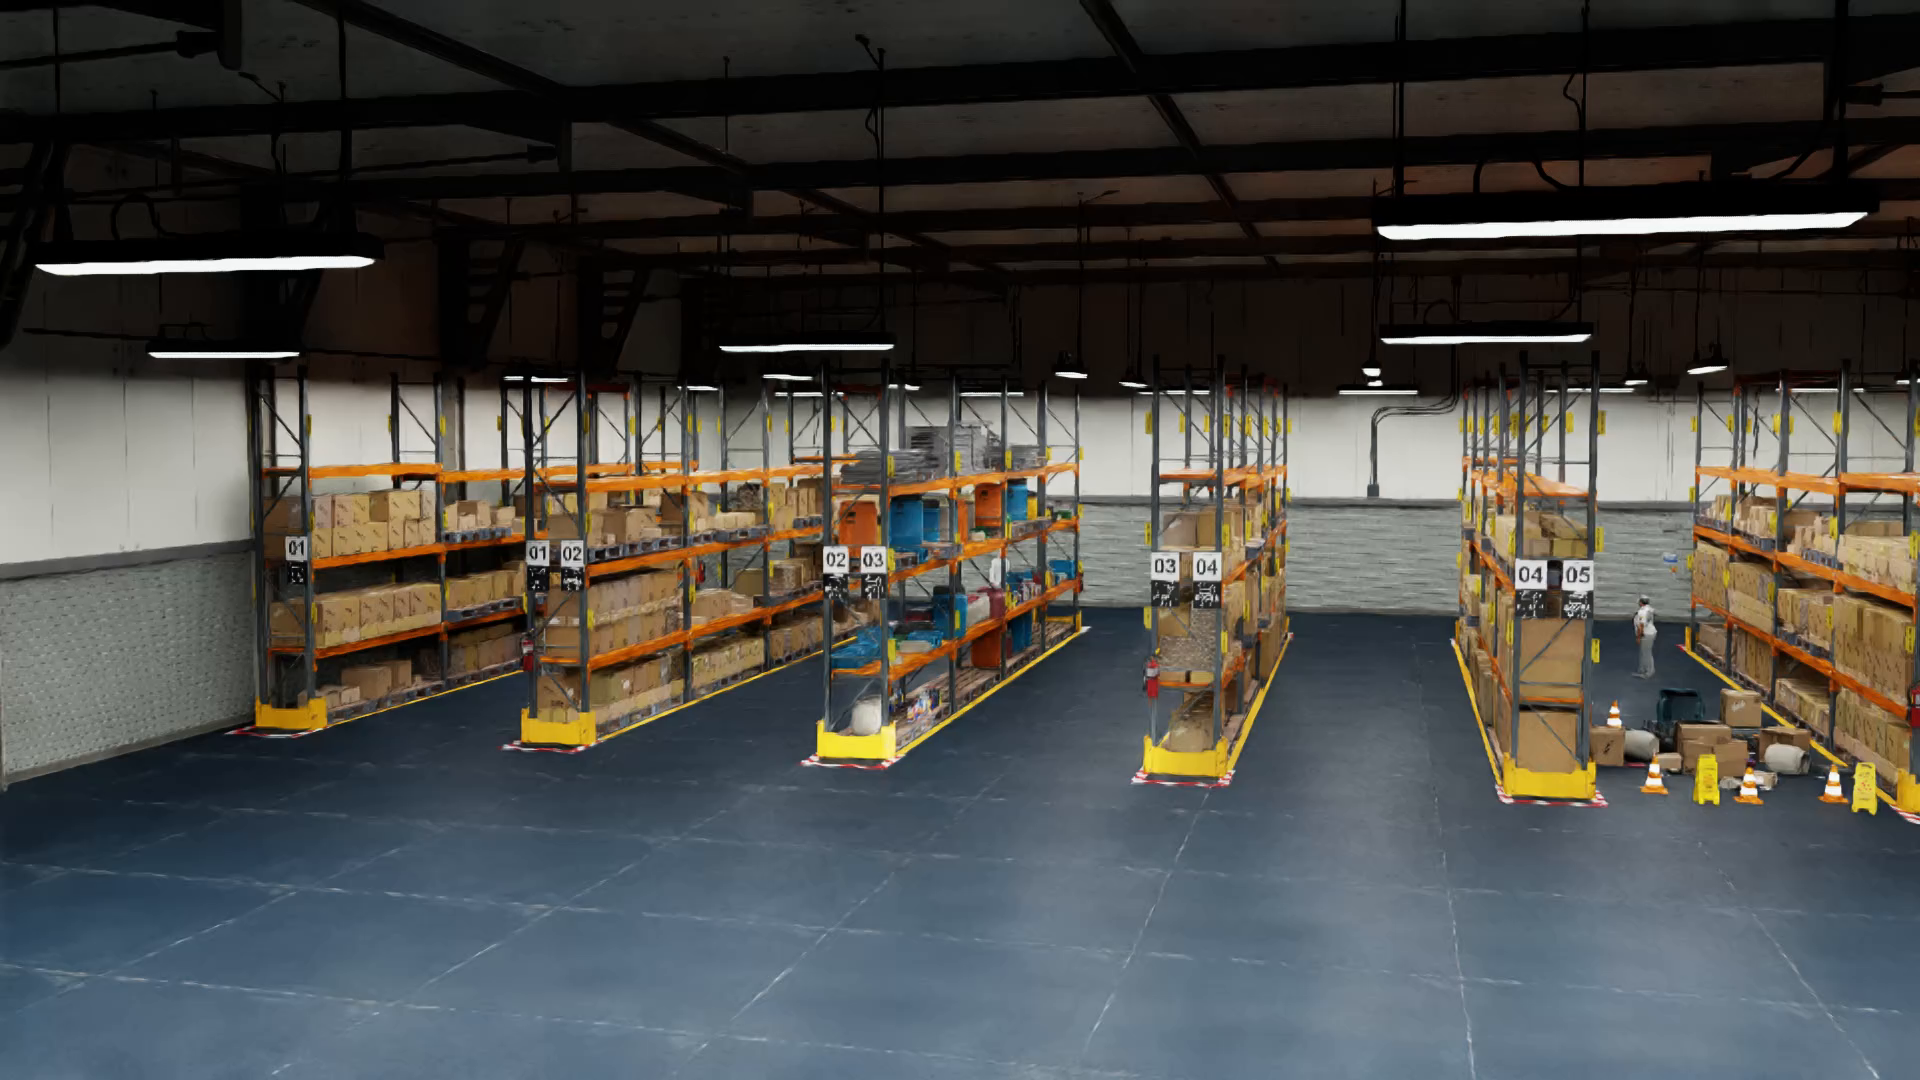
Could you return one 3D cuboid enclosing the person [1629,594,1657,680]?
[{"bbox_3d":[13.500,1.898,32.851,0.560,1.655,0.611,3,5,37],"label":"person"}]

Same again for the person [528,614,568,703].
[{"bbox_3d":[-7.254,2.092,29.715,0.564,1.708,1.041,2,4,23],"label":"person"}]

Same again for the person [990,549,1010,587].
[{"bbox_3d":[0.961,1.102,43.731,0.778,1.768,0.560,-2,4,-25],"label":"person"}]
